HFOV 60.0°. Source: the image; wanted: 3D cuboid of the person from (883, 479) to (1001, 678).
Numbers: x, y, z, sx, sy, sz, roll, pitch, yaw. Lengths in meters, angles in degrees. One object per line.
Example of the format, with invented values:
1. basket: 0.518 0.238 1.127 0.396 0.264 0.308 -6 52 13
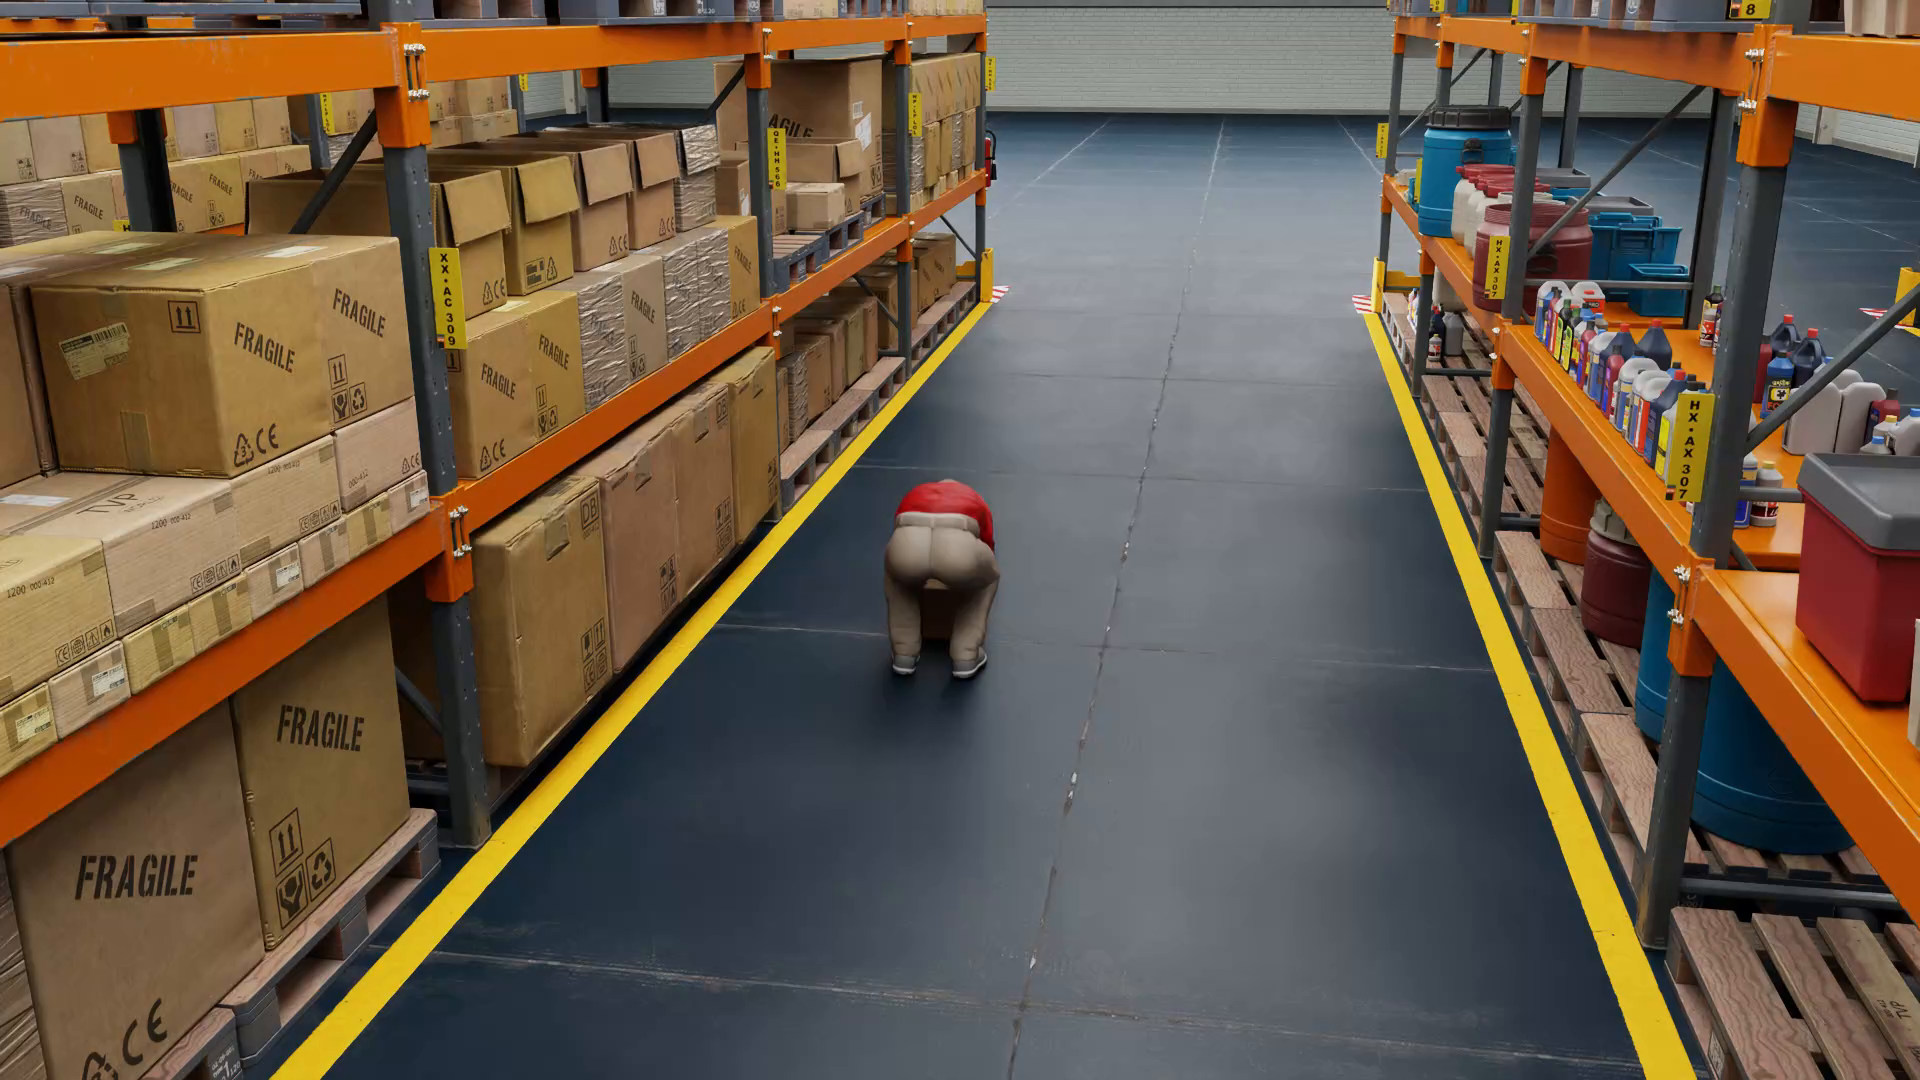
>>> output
1. person: -0.085 0.143 7.637 0.541 0.848 0.956 2 18 7
